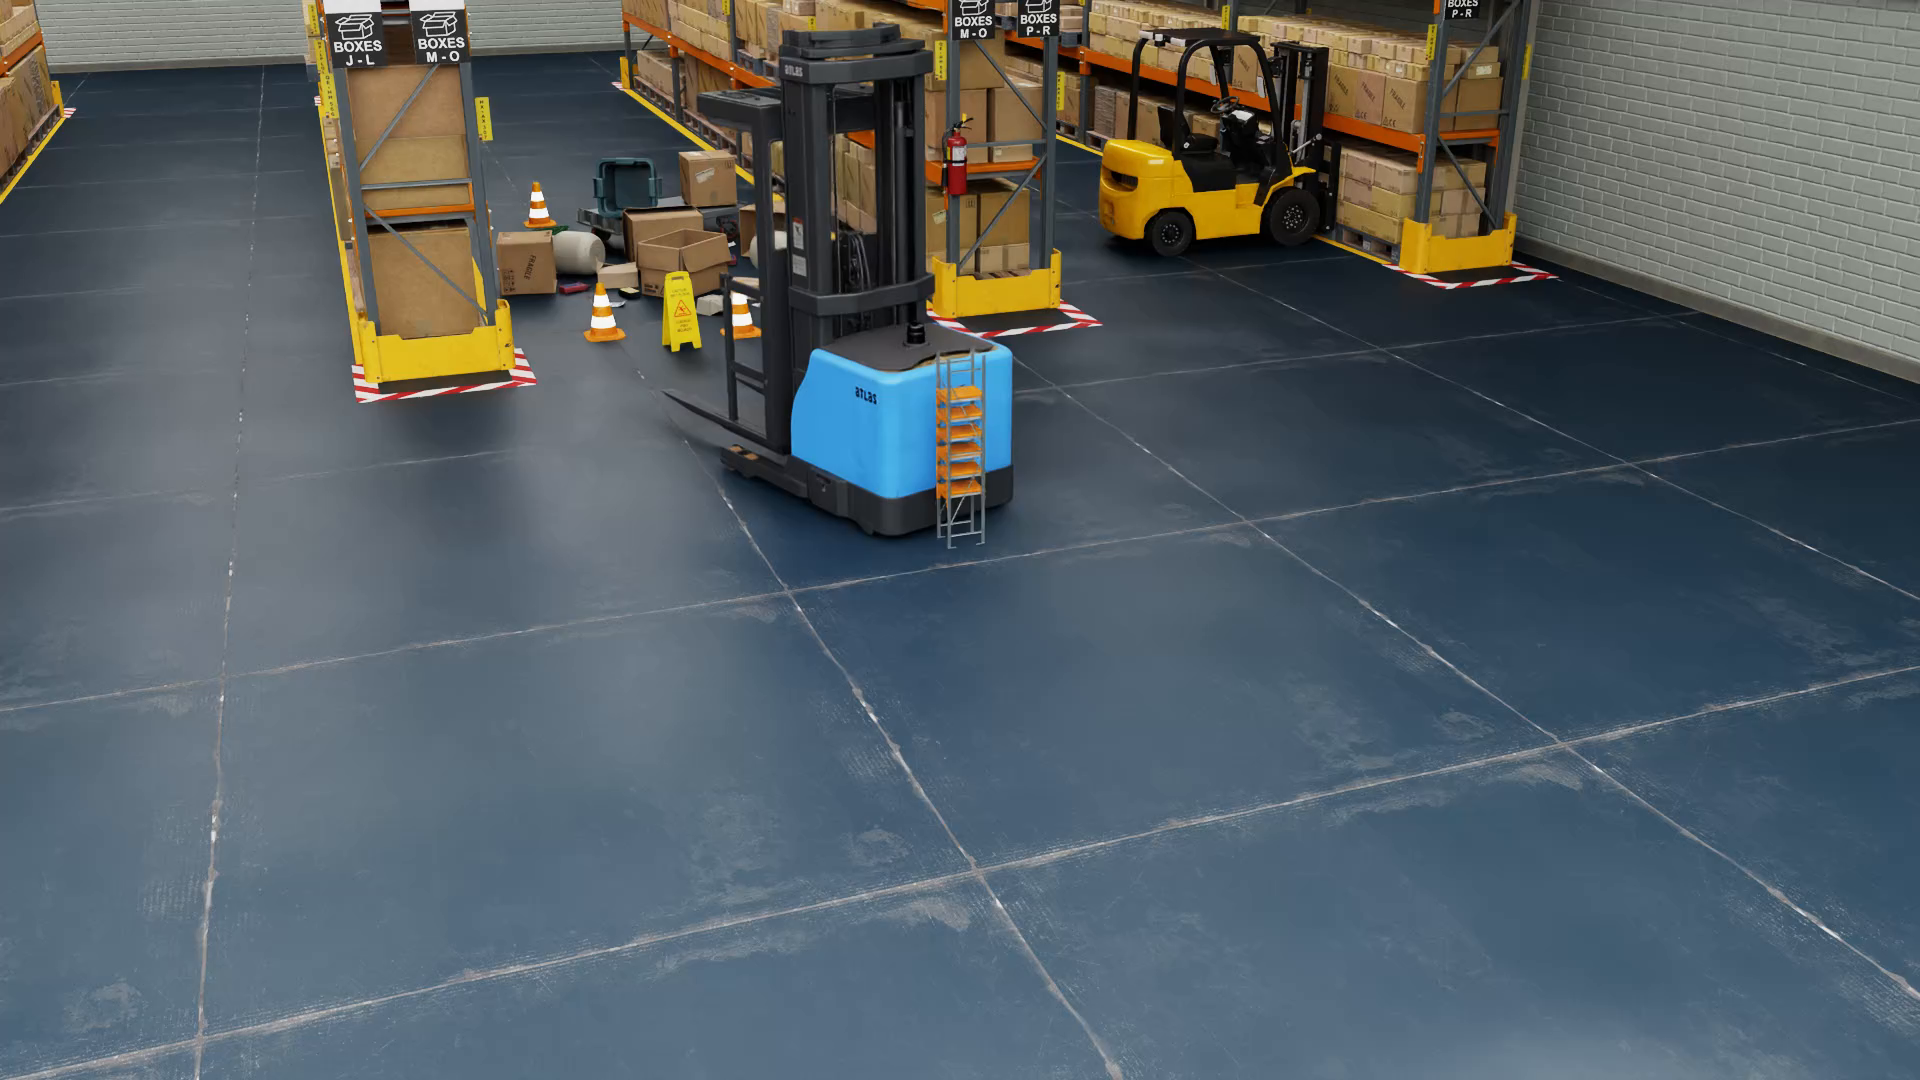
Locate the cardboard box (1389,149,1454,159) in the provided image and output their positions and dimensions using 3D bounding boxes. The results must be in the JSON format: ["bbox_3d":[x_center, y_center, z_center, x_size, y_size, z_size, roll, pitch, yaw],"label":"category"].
[{"bbox_3d":[4.833,-3.938,17.443,0.500,0.250,0.500,-8,24,-19],"label":"cardboard box"}]

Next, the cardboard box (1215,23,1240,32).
[{"bbox_3d":[3.264,-6.061,19.804,0.380,0.149,0.250,-7,24,-17],"label":"cardboard box"}]

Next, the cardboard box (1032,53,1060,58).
[{"bbox_3d":[1.358,-7.594,26.247,0.380,0.149,0.250,-8,24,-18],"label":"cardboard box"}]

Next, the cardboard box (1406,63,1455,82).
[{"bbox_3d":[4.621,-4.602,16.342,0.380,0.149,0.250,-8,24,-18],"label":"cardboard box"}]

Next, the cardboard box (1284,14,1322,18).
[{"bbox_3d":[3.988,-6.030,19.348,0.380,0.149,0.250,-8,24,-19],"label":"cardboard box"}]

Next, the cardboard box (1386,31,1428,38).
[{"bbox_3d":[4.729,-5.289,17.590,0.380,0.149,0.250,-9,24,-20],"label":"cardboard box"}]

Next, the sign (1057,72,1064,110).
[{"bbox_3d":[0.871,-3.960,14.669,0.100,0.325,0.005,-8,24,-19],"label":"sign"}]

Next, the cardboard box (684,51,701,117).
[{"bbox_3d":[-3.582,-6.847,24.828,0.875,0.875,0.875,-8,24,-17],"label":"cardboard box"}]

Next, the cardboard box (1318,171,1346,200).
[{"bbox_3d":[4.172,-3.828,17.827,0.500,0.250,0.500,-9,24,-20],"label":"cardboard box"}]

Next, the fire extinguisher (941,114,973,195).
[{"bbox_3d":[-0.027,-3.346,14.427,0.296,0.674,0.183,-8,24,-19],"label":"fire extinguisher"}]

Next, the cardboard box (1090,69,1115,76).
[{"bbox_3d":[2.056,-6.828,24.431,0.380,0.149,0.250,-8,24,-18],"label":"cardboard box"}]

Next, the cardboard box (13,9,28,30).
[{"bbox_3d":[-13.781,-7.500,23.991,0.500,0.250,0.500,-9,25,-21],"label":"cardboard box"}]

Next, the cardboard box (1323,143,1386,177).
[{"bbox_3d":[4.178,-4.047,17.703,0.500,0.250,0.500,-8,24,-18],"label":"cardboard box"}]

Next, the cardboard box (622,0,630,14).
[{"bbox_3d":[-5.388,-9.132,27.927,0.500,0.500,0.500,-9,24,-19],"label":"cardboard box"}]

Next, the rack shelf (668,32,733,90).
[{"bbox_3d":[-3.169,-6.789,23.421,1.077,0.370,4.000,-8,24,-19],"label":"rack shelf"}]

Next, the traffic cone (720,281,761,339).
[{"bbox_3d":[-1.913,-2.021,14.449,0.336,0.463,0.334,-8,24,-19],"label":"traffic cone"}]

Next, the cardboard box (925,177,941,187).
[{"bbox_3d":[-0.356,-3.437,15.741,0.380,0.149,0.250,-8,24,-17],"label":"cardboard box"}]

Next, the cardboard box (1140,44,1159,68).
[{"bbox_3d":[2.651,-6.254,21.418,0.500,0.250,0.500,-8,24,-17],"label":"cardboard box"}]

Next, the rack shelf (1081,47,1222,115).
[{"bbox_3d":[2.886,-6.018,21.591,1.077,0.370,4.000,-8,24,-19],"label":"rack shelf"}]

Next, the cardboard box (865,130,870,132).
[{"bbox_3d":[-0.795,-4.200,16.675,0.380,0.149,0.250,-8,24,-19],"label":"cardboard box"}]

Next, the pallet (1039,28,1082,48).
[{"bbox_3d":[1.875,-7.224,23.775,1.213,0.211,1.003,-8,24,-19],"label":"pallet"}]

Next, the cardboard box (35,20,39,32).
[{"bbox_3d":[-14.126,-7.741,25.076,0.380,0.149,0.250,-8,24,-18],"label":"cardboard box"}]

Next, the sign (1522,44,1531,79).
[{"bbox_3d":[5.527,-4.678,16.271,0.100,0.325,0.005,-8,24,-19],"label":"sign"}]

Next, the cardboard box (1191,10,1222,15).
[{"bbox_3d":[3.174,-6.685,21.285,0.380,0.149,0.250,-8,24,-19],"label":"cardboard box"}]

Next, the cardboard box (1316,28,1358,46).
[{"bbox_3d":[4.062,-5.403,17.859,0.380,0.149,0.250,-8,24,-19],"label":"cardboard box"}]

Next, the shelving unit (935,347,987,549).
[{"bbox_3d":[0.005,-0.548,10.004,0.258,1.200,0.189,-8,24,-19],"label":"shelving unit"}]

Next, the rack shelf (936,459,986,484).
[{"bbox_3d":[0.005,-0.396,10.068,0.258,0.103,0.180,-8,24,-19],"label":"rack shelf"}]

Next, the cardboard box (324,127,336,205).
[{"bbox_3d":[-6.615,-4.284,18.907,1.050,0.750,0.750,-8,24,-18],"label":"cardboard box"}]

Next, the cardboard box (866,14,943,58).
[{"bbox_3d":[-0.469,-4.642,15.603,0.700,0.500,0.500,-9,24,-20],"label":"cardboard box"}]

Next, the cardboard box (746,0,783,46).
[{"bbox_3d":[-2.329,-6.386,20.488,0.500,0.500,0.500,-7,24,-16],"label":"cardboard box"}]

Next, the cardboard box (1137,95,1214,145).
[{"bbox_3d":[2.864,-5.466,21.872,0.875,0.625,0.625,-9,25,-21],"label":"cardboard box"}]

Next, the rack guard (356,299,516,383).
[{"bbox_3d":[-4.223,-1.610,13.426,1.175,0.500,0.348,-8,24,-19],"label":"rack guard"}]

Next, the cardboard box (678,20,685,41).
[{"bbox_3d":[-3.783,-7.394,24.123,0.500,0.250,0.500,-9,24,-20],"label":"cardboard box"}]

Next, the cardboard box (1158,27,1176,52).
[{"bbox_3d":[2.817,-6.299,20.883,0.500,0.250,0.500,-8,24,-18],"label":"cardboard box"}]

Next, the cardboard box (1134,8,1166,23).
[{"bbox_3d":[2.483,-6.797,21.551,0.380,0.149,0.250,-8,24,-18],"label":"cardboard box"}]

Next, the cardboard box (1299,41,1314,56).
[{"bbox_3d":[3.885,-5.346,18.109,0.380,0.149,0.250,-9,25,-21],"label":"cardboard box"}]

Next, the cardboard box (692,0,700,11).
[{"bbox_3d":[-3.420,-7.604,23.012,0.500,0.500,0.500,-9,24,-20],"label":"cardboard box"}]

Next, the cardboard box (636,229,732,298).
[{"bbox_3d":[-2.625,-2.627,15.835,0.637,0.503,0.797,12,26,27],"label":"cardboard box"}]

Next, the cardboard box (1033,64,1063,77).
[{"bbox_3d":[1.326,-7.047,24.949,0.380,0.149,0.250,-10,25,-22],"label":"cardboard box"}]

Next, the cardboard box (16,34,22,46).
[{"bbox_3d":[-13.398,-6.995,23.308,0.380,0.149,0.250,-8,24,-18],"label":"cardboard box"}]

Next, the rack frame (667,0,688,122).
[{"bbox_3d":[-3.876,-7.847,25.005,1.000,3.000,0.127,-8,24,-19],"label":"rack frame"}]

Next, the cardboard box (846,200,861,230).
[{"bbox_3d":[-0.894,-3.423,17.508,0.500,0.250,0.500,-7,24,-16],"label":"cardboard box"}]

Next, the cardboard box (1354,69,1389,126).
[{"bbox_3d":[4.412,-4.548,17.049,0.500,0.500,0.500,-8,24,-17],"label":"cardboard box"}]

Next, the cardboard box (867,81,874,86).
[{"bbox_3d":[-0.593,-4.381,16.270,0.500,0.500,0.500,-8,24,-18],"label":"cardboard box"}]

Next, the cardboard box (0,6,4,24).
[{"bbox_3d":[-13.077,-7.110,22.101,0.500,0.500,0.500,-8,24,-19],"label":"cardboard box"}]

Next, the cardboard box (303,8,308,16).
[{"bbox_3d":[-8.304,-6.807,21.555,0.380,0.149,0.250,-7,24,-17],"label":"cardboard box"}]

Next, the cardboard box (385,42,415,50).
[{"bbox_3d":[-4.678,-3.887,14.026,0.875,0.550,0.550,-8,24,-19],"label":"cardboard box"}]

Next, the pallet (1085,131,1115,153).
[{"bbox_3d":[2.434,-5.486,22.995,1.003,0.211,1.213,-8,24,-19],"label":"pallet"}]

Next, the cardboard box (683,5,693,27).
[{"bbox_3d":[-3.620,-7.437,23.582,0.500,0.250,0.500,-8,24,-18],"label":"cardboard box"}]

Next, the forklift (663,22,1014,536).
[{"bbox_3d":[-0.981,-1.877,10.930,1.130,2.935,3.031,-18,29,-36],"label":"forklift"}]

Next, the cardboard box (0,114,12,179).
[{"bbox_3d":[-12.266,-4.827,20.035,1.225,0.875,0.875,-8,24,-19],"label":"cardboard box"}]

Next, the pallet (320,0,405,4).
[{"bbox_3d":[-4.503,-4.380,13.032,1.003,0.211,1.213,-8,24,-19],"label":"pallet"}]

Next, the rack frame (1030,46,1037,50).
[{"bbox_3d":[0.767,-8.529,26.624,1.000,3.000,0.127,-8,24,-19],"label":"rack frame"}]

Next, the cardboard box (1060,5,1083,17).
[{"bbox_3d":[1.504,-7.539,23.928,0.500,0.250,0.500,-10,25,-21],"label":"cardboard box"}]

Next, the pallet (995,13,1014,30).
[{"bbox_3d":[0.947,-8.135,25.937,1.003,0.211,1.213,-8,24,-19],"label":"pallet"}]
